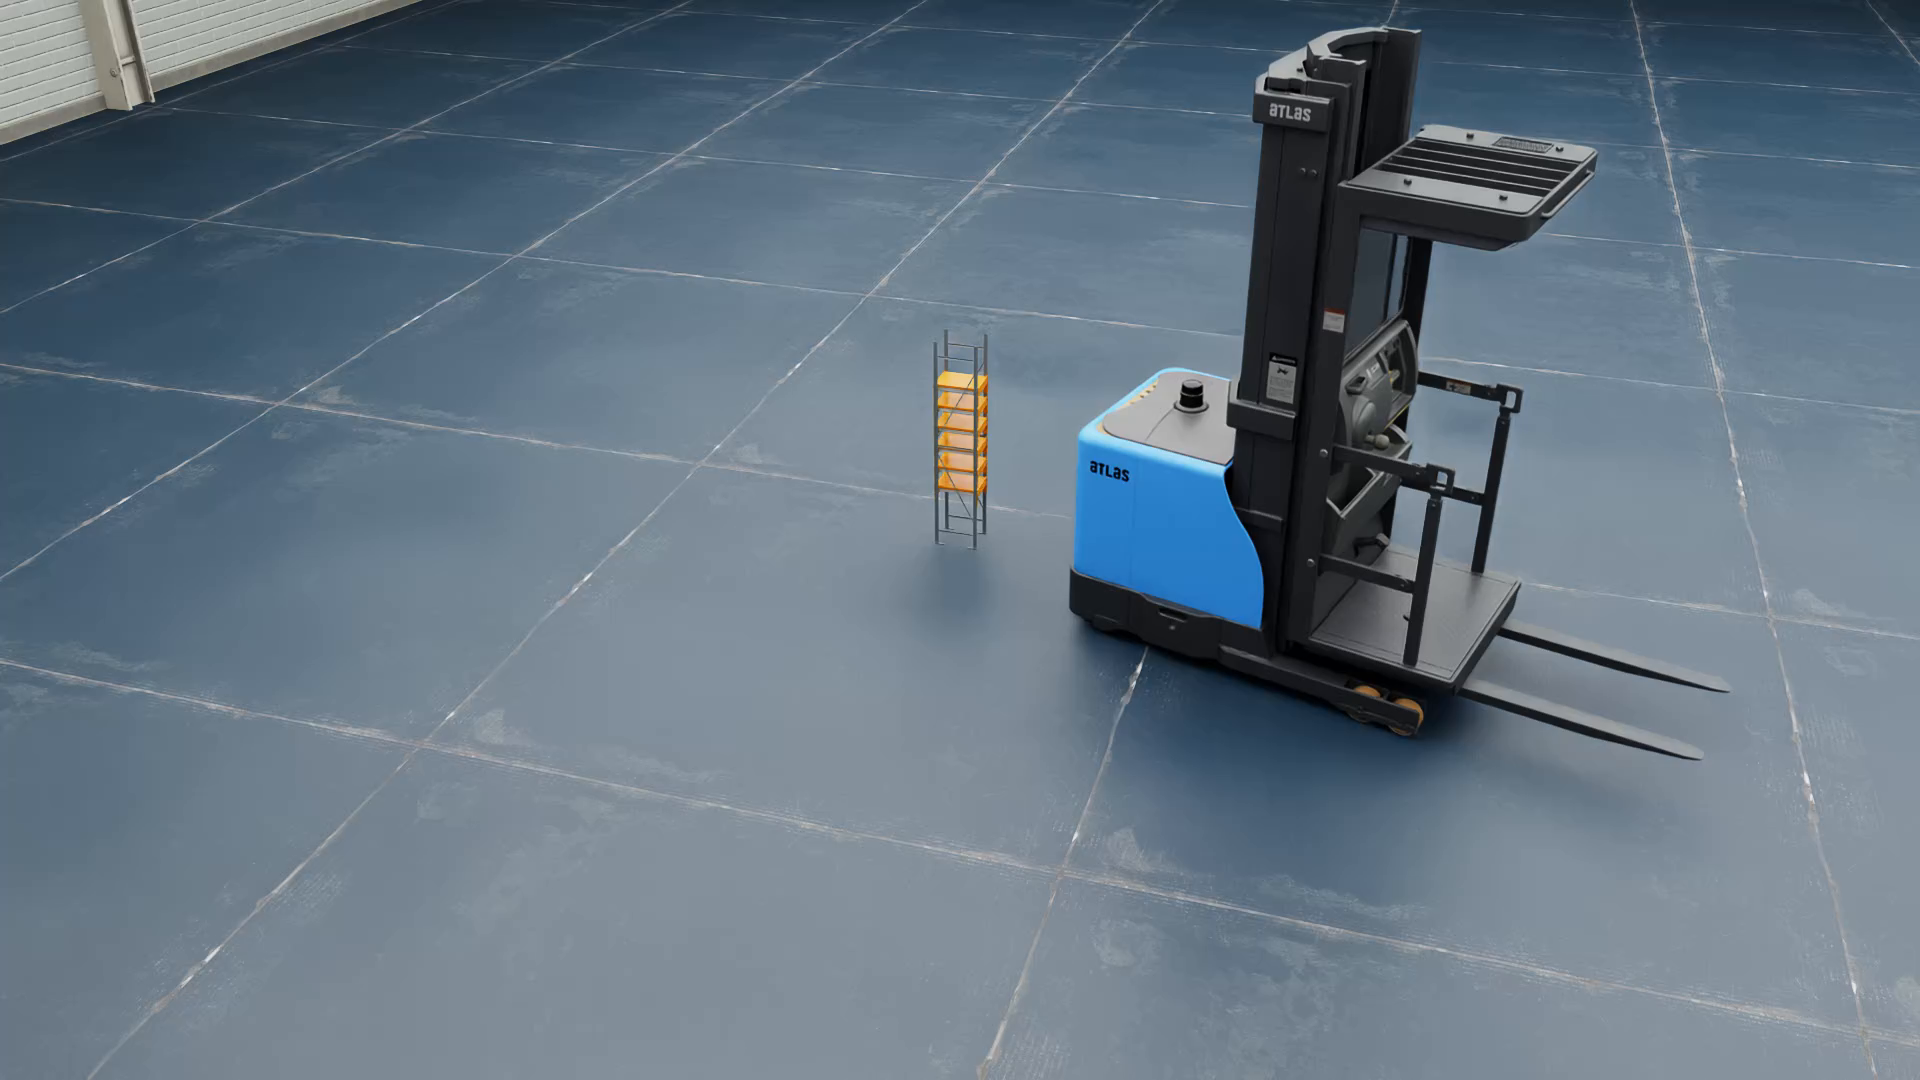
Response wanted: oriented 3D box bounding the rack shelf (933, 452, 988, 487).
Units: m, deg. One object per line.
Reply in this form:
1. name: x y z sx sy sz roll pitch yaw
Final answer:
1. rack shelf: 0.004 -0.387 9.050 0.258 0.103 0.180 8 30 15

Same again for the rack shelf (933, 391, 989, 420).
1. rack shelf: 0.004 -0.702 8.875 0.258 0.103 0.180 8 30 15

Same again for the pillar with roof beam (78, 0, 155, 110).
1. pillar with roof beam: -4.603 -7.893 14.181 9.100 9.000 0.400 8 30 15

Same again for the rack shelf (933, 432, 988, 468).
1. rack shelf: 0.004 -0.492 8.992 0.258 0.103 0.180 8 30 15

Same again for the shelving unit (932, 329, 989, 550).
1. shelving unit: 0.004 -0.531 8.970 0.258 1.200 0.189 8 30 15

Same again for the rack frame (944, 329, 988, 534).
1. rack frame: 0.031 -0.574 9.047 0.240 1.200 0.006 8 30 15

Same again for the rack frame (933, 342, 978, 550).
1. rack frame: -0.023 -0.489 8.894 0.240 1.200 0.006 8 30 15

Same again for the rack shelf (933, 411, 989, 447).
1. rack shelf: 0.004 -0.597 8.934 0.258 0.103 0.180 8 30 15

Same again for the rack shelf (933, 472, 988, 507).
1. rack shelf: 0.004 -0.282 9.109 0.258 0.103 0.180 8 30 15

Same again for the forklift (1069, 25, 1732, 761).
1. forklift: 2.073 -0.679 7.456 3.031 2.935 1.130 17 33 28

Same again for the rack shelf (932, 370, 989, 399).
1. rack shelf: 0.004 -0.807 8.817 0.258 0.103 0.180 8 30 15
